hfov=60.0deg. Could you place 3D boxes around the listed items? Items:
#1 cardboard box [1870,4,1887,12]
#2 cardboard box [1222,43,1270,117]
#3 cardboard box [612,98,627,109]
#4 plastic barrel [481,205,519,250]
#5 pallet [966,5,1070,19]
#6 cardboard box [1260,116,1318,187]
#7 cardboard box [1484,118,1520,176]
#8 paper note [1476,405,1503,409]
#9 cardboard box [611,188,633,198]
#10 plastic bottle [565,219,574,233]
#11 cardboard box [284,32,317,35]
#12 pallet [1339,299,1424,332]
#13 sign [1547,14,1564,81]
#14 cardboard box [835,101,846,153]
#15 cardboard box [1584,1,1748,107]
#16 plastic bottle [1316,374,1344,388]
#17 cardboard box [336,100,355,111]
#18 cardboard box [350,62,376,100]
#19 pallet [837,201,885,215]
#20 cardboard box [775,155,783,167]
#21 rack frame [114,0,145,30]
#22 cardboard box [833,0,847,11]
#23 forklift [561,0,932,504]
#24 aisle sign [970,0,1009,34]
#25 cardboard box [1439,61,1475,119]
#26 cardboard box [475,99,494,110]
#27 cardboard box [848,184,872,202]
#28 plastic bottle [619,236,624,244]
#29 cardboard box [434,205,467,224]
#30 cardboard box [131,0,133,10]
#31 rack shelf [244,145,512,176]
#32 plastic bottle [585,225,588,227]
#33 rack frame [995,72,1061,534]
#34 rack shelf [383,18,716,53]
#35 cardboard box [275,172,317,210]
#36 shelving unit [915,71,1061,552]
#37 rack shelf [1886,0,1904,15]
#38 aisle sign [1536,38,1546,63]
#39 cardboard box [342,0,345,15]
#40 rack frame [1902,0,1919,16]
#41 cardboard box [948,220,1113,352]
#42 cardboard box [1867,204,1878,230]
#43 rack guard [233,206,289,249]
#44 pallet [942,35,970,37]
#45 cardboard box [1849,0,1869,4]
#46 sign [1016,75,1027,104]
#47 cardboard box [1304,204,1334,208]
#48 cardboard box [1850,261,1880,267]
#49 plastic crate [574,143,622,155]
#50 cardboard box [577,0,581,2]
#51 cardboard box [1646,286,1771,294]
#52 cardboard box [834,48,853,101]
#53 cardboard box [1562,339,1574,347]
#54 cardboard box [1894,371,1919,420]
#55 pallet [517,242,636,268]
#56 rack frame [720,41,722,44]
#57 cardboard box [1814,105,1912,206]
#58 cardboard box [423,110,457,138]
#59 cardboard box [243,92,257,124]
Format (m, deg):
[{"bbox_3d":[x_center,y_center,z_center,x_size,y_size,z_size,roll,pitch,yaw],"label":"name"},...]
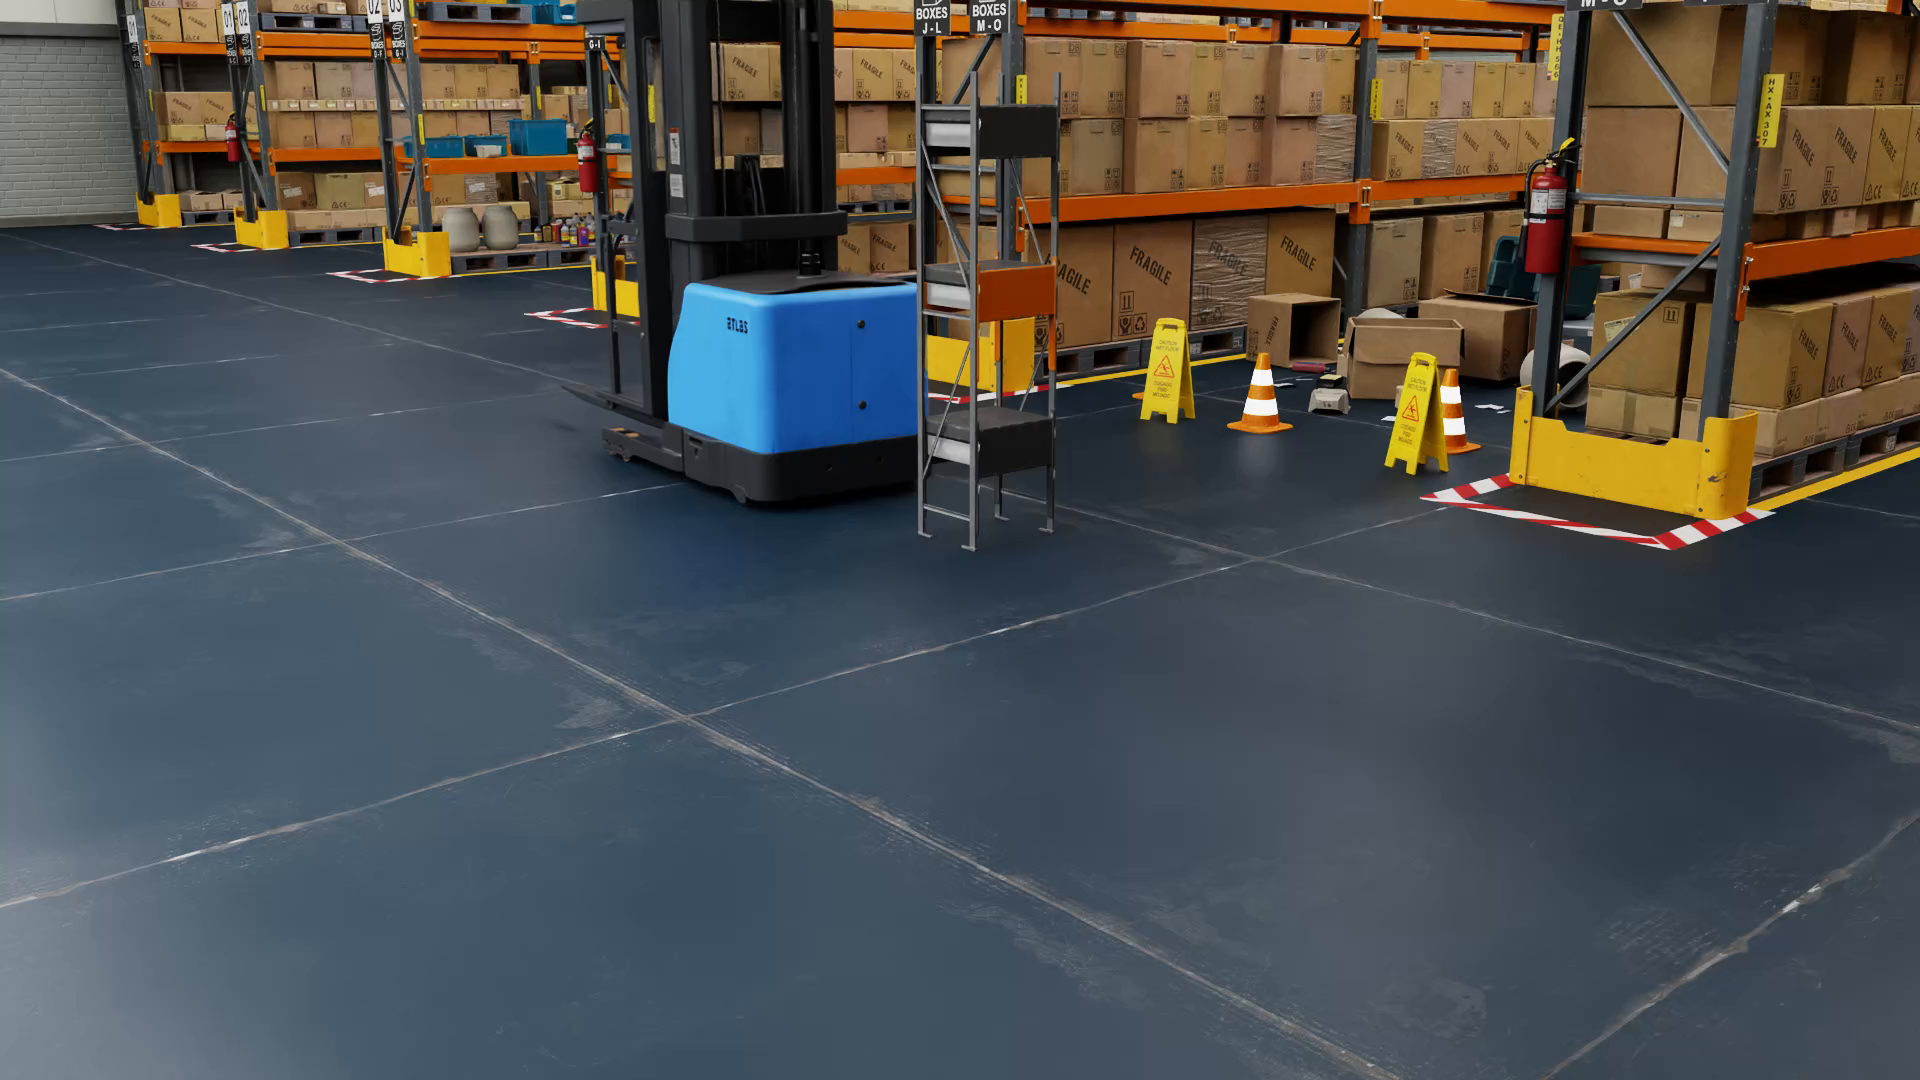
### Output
[{"bbox_3d":[10.804,-6.311,20.042,0.500,0.250,0.500,-12,19,-37],"label":"cardboard box"},{"bbox_3d":[1.935,-3.651,13.223,0.550,0.550,0.875,-13,19,-39],"label":"cardboard box"},{"bbox_3d":[-6.311,-8.081,31.380,0.500,0.500,0.500,-12,19,-38],"label":"cardboard box"},{"bbox_3d":[-5.552,-3.775,20.076,0.421,0.512,0.421,0,15,0],"label":"plastic barrel"},{"bbox_3d":[0.428,-5.718,17.896,1.003,0.211,1.213,-13,19,-39],"label":"pallet"},{"bbox_3d":[2.401,-3.203,13.639,0.550,0.550,0.875,-13,19,-39],"label":"cardboard box"},{"bbox_3d":[4.787,-3.634,15.348,0.500,0.500,0.500,-12,19,-39],"label":"cardboard box"},{"bbox_3d":[3.526,-0.891,11.050,0.142,0.019,0.148,-6,16,-20],"label":"paper note"},{"bbox_3d":[-5.362,-5.544,26.119,0.500,0.311,0.500,-14,20,-41],"label":"cardboard box"},{"bbox_3d":[-4.966,-3.916,21.025,0.135,0.276,0.152,-13,20,-41],"label":"plastic bottle"},{"bbox_3d":[-10.864,-8.358,27.182,0.500,0.500,0.500,-14,20,-41],"label":"cardboard box"},{"bbox_3d":[3.604,-2.091,15.170,1.213,0.211,1.003,-13,19,-39],"label":"pallet"},{"bbox_3d":[3.031,-2.492,8.413,0.005,0.325,0.100,-13,19,-39],"label":"sign"},{"bbox_3d":[-1.604,-4.145,16.685,0.500,0.500,0.875,-13,19,-39],"label":"cardboard box"},{"bbox_3d":[3.622,-2.473,8.488,0.500,0.500,0.700,-13,20,-41],"label":"cardboard box"},{"bbox_3d":[2.660,-1.144,11.915,0.133,0.061,0.283,8,17,28],"label":"plastic bottle"},{"bbox_3d":[-8.610,-6.043,23.111,0.250,0.149,0.380,-13,20,-40],"label":"cardboard box"},{"bbox_3d":[-8.452,-6.464,23.428,0.500,0.500,0.700,-13,19,-39],"label":"cardboard box"},{"bbox_3d":[-2.083,-5.860,29.280,1.213,0.211,1.003,-13,19,-39],"label":"pallet"},{"bbox_3d":[-1.815,-3.692,16.245,0.250,0.149,0.380,-13,19,-39],"label":"cardboard box"},{"bbox_3d":[-12.880,-9.390,25.465,0.127,3.000,1.000,-13,19,-39],"label":"rack frame"},{"bbox_3d":[-1.442,-5.267,16.134,0.500,0.250,0.500,-12,19,-38],"label":"cardboard box"},{"bbox_3d":[-1.403,-1.920,9.260,1.130,2.935,3.031,-10,18,-34],"label":"forklift"},{"bbox_3d":[0.198,-3.801,11.130,0.004,0.787,0.394,-13,19,-39],"label":"aisle sign"},{"bbox_3d":[4.211,-4.083,15.091,0.500,0.500,0.700,-12,19,-39],"label":"cardboard box"},{"bbox_3d":[-7.056,-6.393,24.419,0.250,0.149,0.380,-13,20,-41],"label":"cardboard box"},{"bbox_3d":[-1.896,-6.172,29.036,0.500,0.500,0.500,-14,20,-41],"label":"cardboard box"},{"bbox_3d":[-4.241,-3.796,20.719,0.097,0.201,0.097,0,15,0],"label":"plastic bottle"},{"bbox_3d":[-7.566,-4.788,24.377,0.500,0.250,0.500,-13,19,-39],"label":"cardboard box"},{"bbox_3d":[-12.726,-8.605,26.171,0.500,0.500,0.500,-12,19,-37],"label":"cardboard box"},{"bbox_3d":[-8.117,-5.519,23.992,4.000,0.370,1.077,-13,19,-39],"label":"rack shelf"},{"bbox_3d":[-4.732,-3.893,21.082,0.097,0.201,0.097,0,15,0],"label":"plastic bottle"},{"bbox_3d":[0.309,-1.084,7.739,0.015,2.100,0.400,-13,19,-39],"label":"rack frame"},{"bbox_3d":[-4.868,-6.003,19.992,4.000,0.370,1.077,-13,19,-39],"label":"rack shelf"},{"bbox_3d":[-9.416,-4.913,23.392,0.500,0.500,0.500,-13,19,-39],"label":"cardboard box"},{"bbox_3d":[0.125,-1.042,7.584,0.503,2.100,0.431,-13,19,-39],"label":"shelving unit"},{"bbox_3d":[4.889,-3.109,9.160,4.000,0.370,1.077,-13,19,-39],"label":"rack shelf"},{"bbox_3d":[8.802,-7.635,25.484,0.004,0.787,0.394,-13,19,-39],"label":"aisle sign"},{"bbox_3d":[-8.510,-7.545,23.458,0.500,0.311,0.500,-10,18,-33],"label":"cardboard box"},{"bbox_3d":[6.397,-2.347,10.722,0.127,3.000,1.000,-13,19,-39],"label":"rack frame"},{"bbox_3d":[0.522,-1.920,12.427,0.875,0.875,0.875,-13,19,-39],"label":"cardboard box"},{"bbox_3d":[4.761,-1.780,9.090,0.250,0.149,0.380,-12,19,-37],"label":"cardboard box"},{"bbox_3d":[-9.644,-4.316,22.938,0.348,0.500,1.175,-13,19,-39],"label":"rack guard"},{"bbox_3d":[0.299,-7.386,24.143,1.213,0.211,1.003,-13,19,-39],"label":"pallet"},{"bbox_3d":[10.395,-6.467,19.659,0.500,0.250,0.500,-12,19,-38],"label":"cardboard box"},{"bbox_3d":[0.414,-2.963,11.199,0.005,0.325,0.100,-13,19,-39],"label":"sign"},{"bbox_3d":[4.121,-4.392,21.684,0.875,0.875,1.225,-13,19,-39],"label":"cardboard box"},{"bbox_3d":[5.641,-1.840,10.630,0.250,0.149,0.380,-12,19,-39],"label":"cardboard box"},{"bbox_3d":[-4.418,-4.788,20.375,0.437,0.136,0.530,-13,19,-39],"label":"plastic crate"},{"bbox_3d":[-5.702,-8.345,25.389,0.500,0.500,0.500,-10,18,-34],"label":"cardboard box"},{"bbox_3d":[4.204,-1.181,9.421,0.500,0.500,0.500,-12,19,-37],"label":"cardboard box"},{"bbox_3d":[-1.400,-4.568,16.330,0.500,0.500,0.500,-13,19,-39],"label":"cardboard box"},{"bbox_3d":[4.374,-1.305,12.123,0.258,0.266,0.396,2,15,9],"label":"cardboard box"},{"bbox_3d":[5.346,-0.891,9.788,0.500,0.250,0.500,-12,19,-39],"label":"cardboard box"},{"bbox_3d":[-4.814,-3.579,20.742,1.213,0.211,1.003,-13,19,-39],"label":"pallet"},{"bbox_3d":[-3.359,-5.240,21.555,0.127,3.000,1.000,-13,19,-39],"label":"rack frame"},{"bbox_3d":[4.691,-2.062,8.888,0.500,0.500,0.500,-13,20,-40],"label":"cardboard box"},{"bbox_3d":[-7.713,-6.002,24.214,0.500,0.500,0.700,-12,19,-39],"label":"cardboard box"},{"bbox_3d":[-11.549,-6.981,26.872,0.500,0.500,0.500,-13,20,-41],"label":"cardboard box"}]
